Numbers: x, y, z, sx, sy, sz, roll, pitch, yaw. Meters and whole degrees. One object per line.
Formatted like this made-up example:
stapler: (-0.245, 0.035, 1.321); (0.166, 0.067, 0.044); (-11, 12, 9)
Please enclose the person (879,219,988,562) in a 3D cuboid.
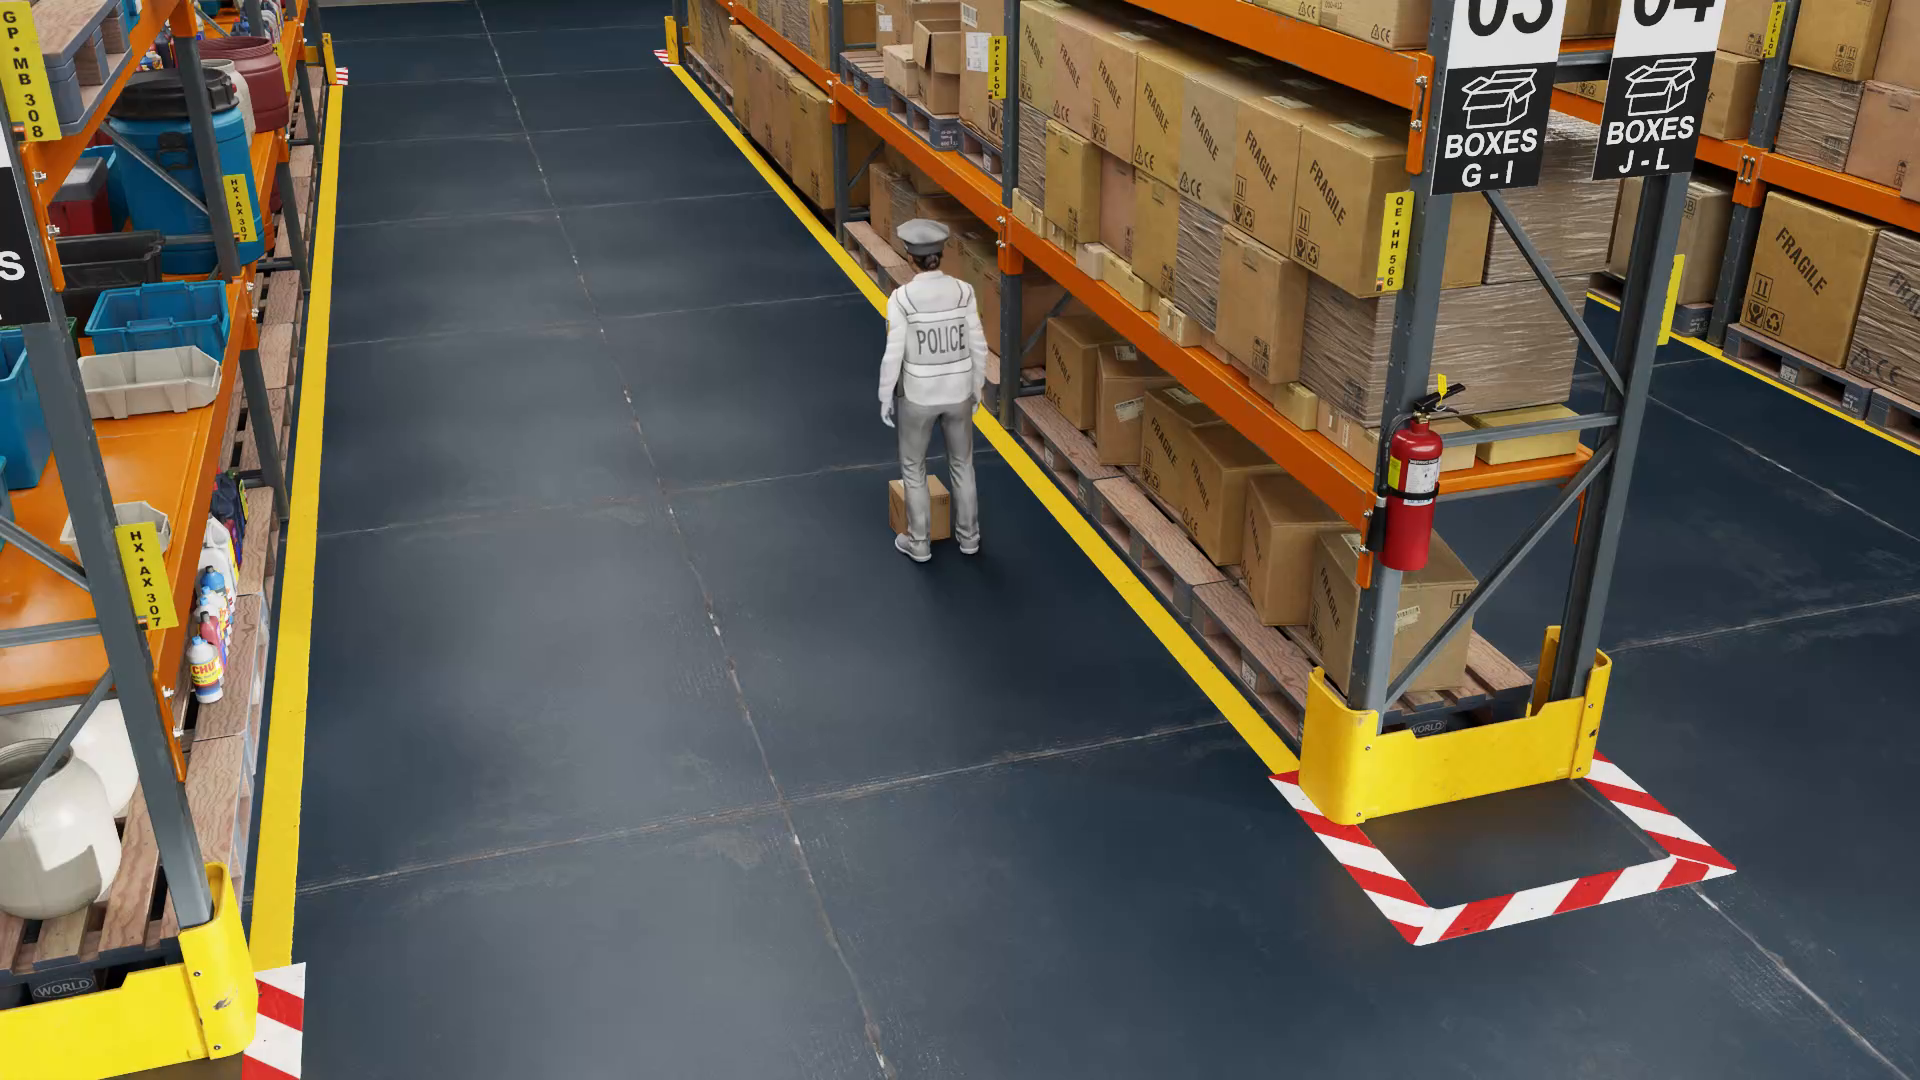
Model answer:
person: (-0.131, -0.689, 7.993); (0.538, 1.663, 0.378); (-9, 28, -17)
